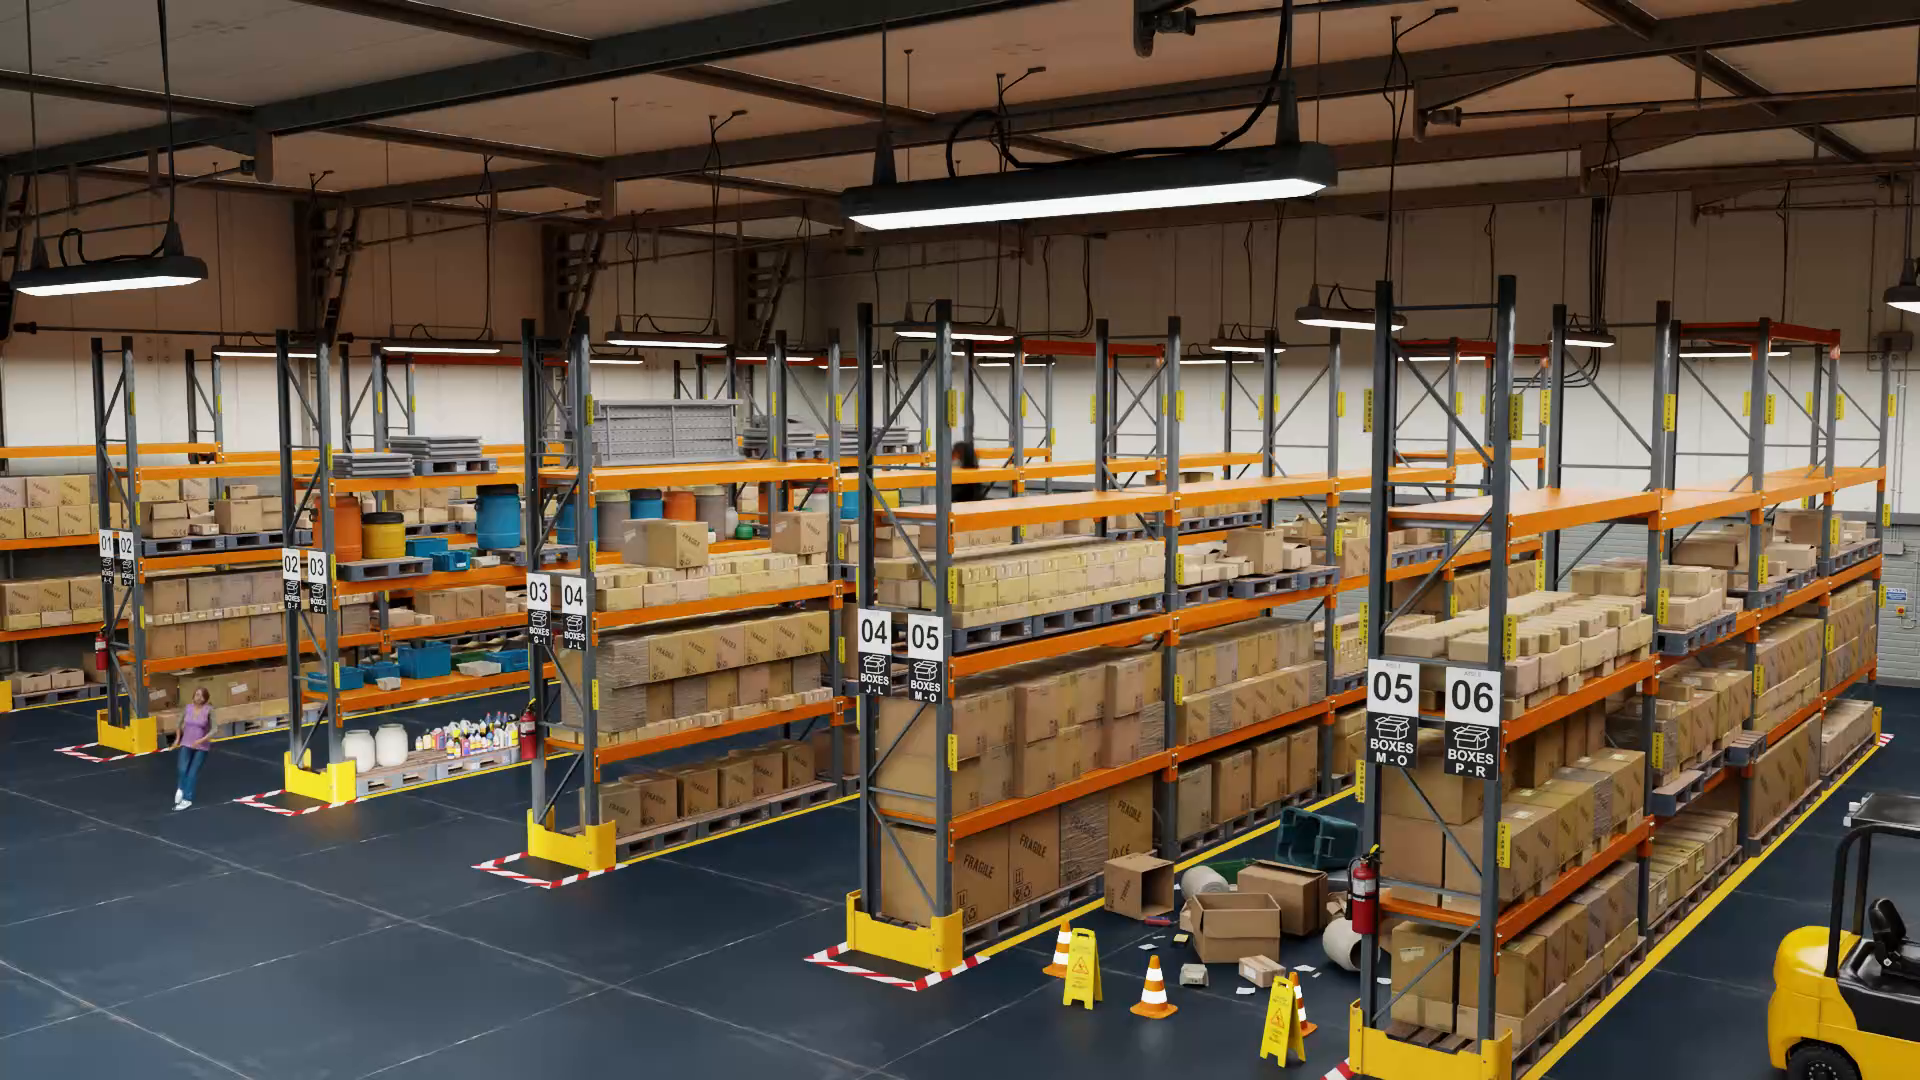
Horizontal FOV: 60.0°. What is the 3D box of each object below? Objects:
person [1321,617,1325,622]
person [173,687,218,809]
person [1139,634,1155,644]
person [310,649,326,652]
[{"bbox_3d":[5.901,2.051,26.611,0.615,1.644,0.897,4,7,42],"label":"person"},{"bbox_3d":[-9.524,2.596,20.697,0.552,1.528,0.530,-1,5,-12],"label":"person"},{"bbox_3d":[2.559,2.096,22.630,0.607,1.682,0.772,3,6,31],"label":"person"},{"bbox_3d":[-10.916,1.855,28.395,0.649,1.680,0.595,3,6,30],"label":"person"}]
